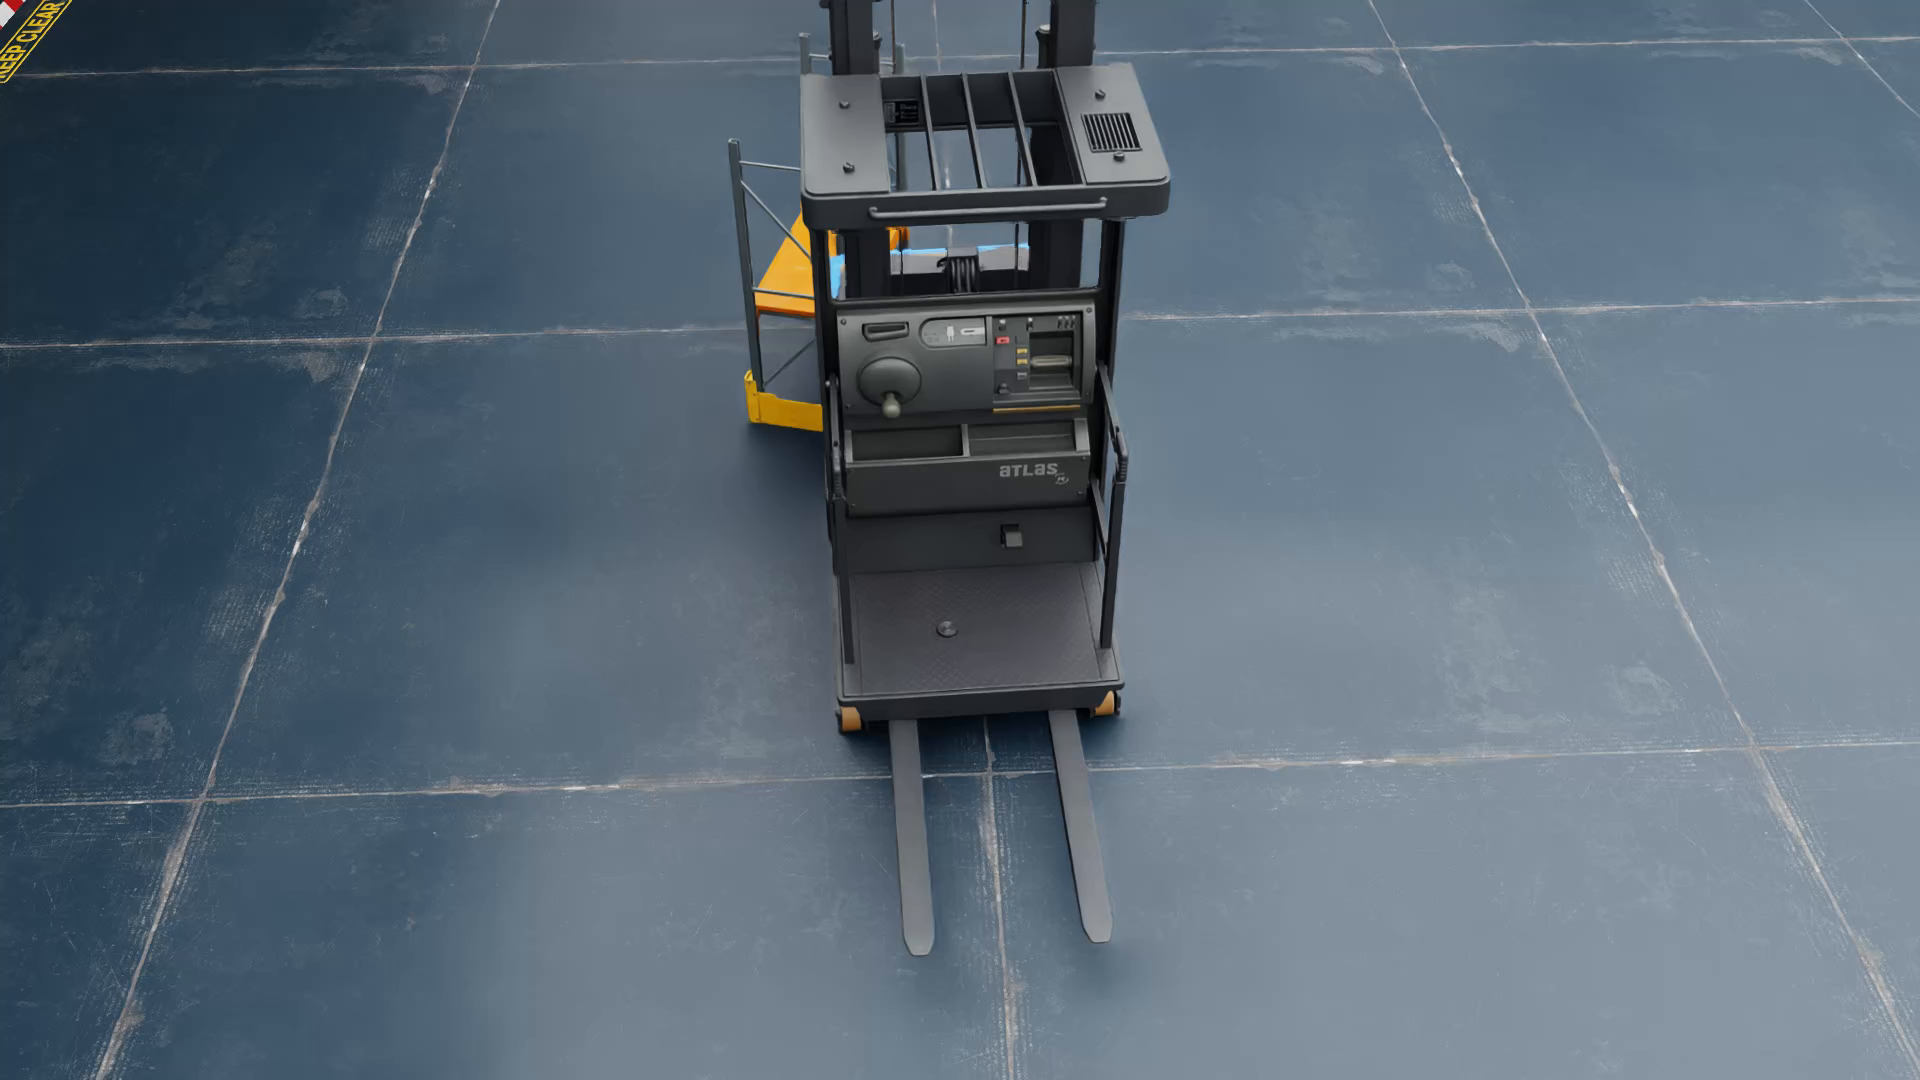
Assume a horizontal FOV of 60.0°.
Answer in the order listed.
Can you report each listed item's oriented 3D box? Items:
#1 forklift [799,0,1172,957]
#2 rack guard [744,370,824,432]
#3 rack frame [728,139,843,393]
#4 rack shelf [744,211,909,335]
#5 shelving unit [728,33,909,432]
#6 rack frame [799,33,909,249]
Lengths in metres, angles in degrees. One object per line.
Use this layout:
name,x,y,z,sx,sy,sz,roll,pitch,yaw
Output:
forklift,0.046,-0.565,5.847,1.130,2.935,3.031,-3,43,-3
rack guard,-0.729,-0.649,7.923,0.587,0.250,0.087,9,43,10
rack frame,-0.734,-1.097,7.487,0.500,1.500,0.032,9,43,10
rack shelf,-0.618,-1.299,7.973,0.538,0.185,1.000,9,43,10
shelving unit,-0.616,-1.438,7.858,0.587,1.500,1.083,9,43,10
rack frame,-0.503,-1.766,8.217,0.500,1.500,0.032,9,43,10
